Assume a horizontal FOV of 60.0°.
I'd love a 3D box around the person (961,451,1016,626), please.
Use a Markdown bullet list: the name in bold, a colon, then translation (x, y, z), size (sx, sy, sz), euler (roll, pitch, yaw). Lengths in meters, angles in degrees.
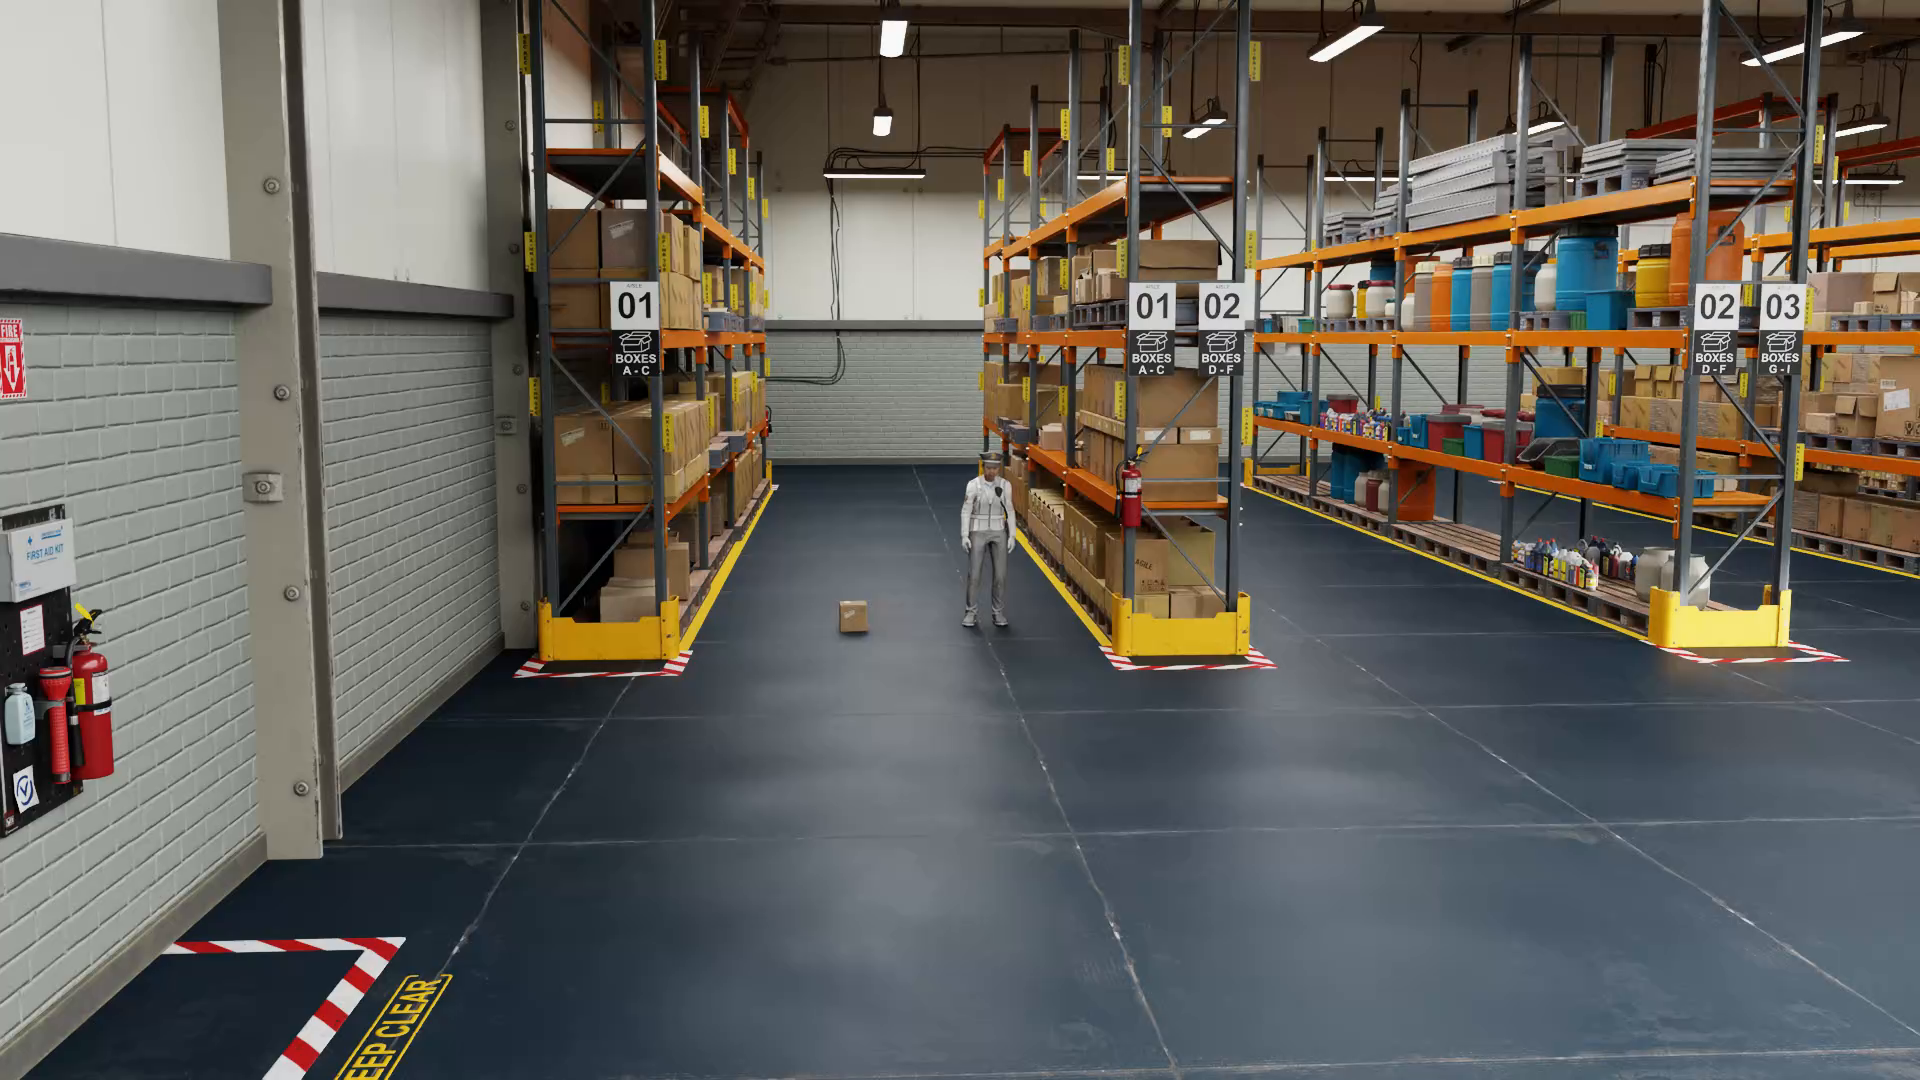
- **person**: translation (0.274, -0.019, 15.894), size (0.534, 1.663, 0.379), euler (-1, 7, -5)
